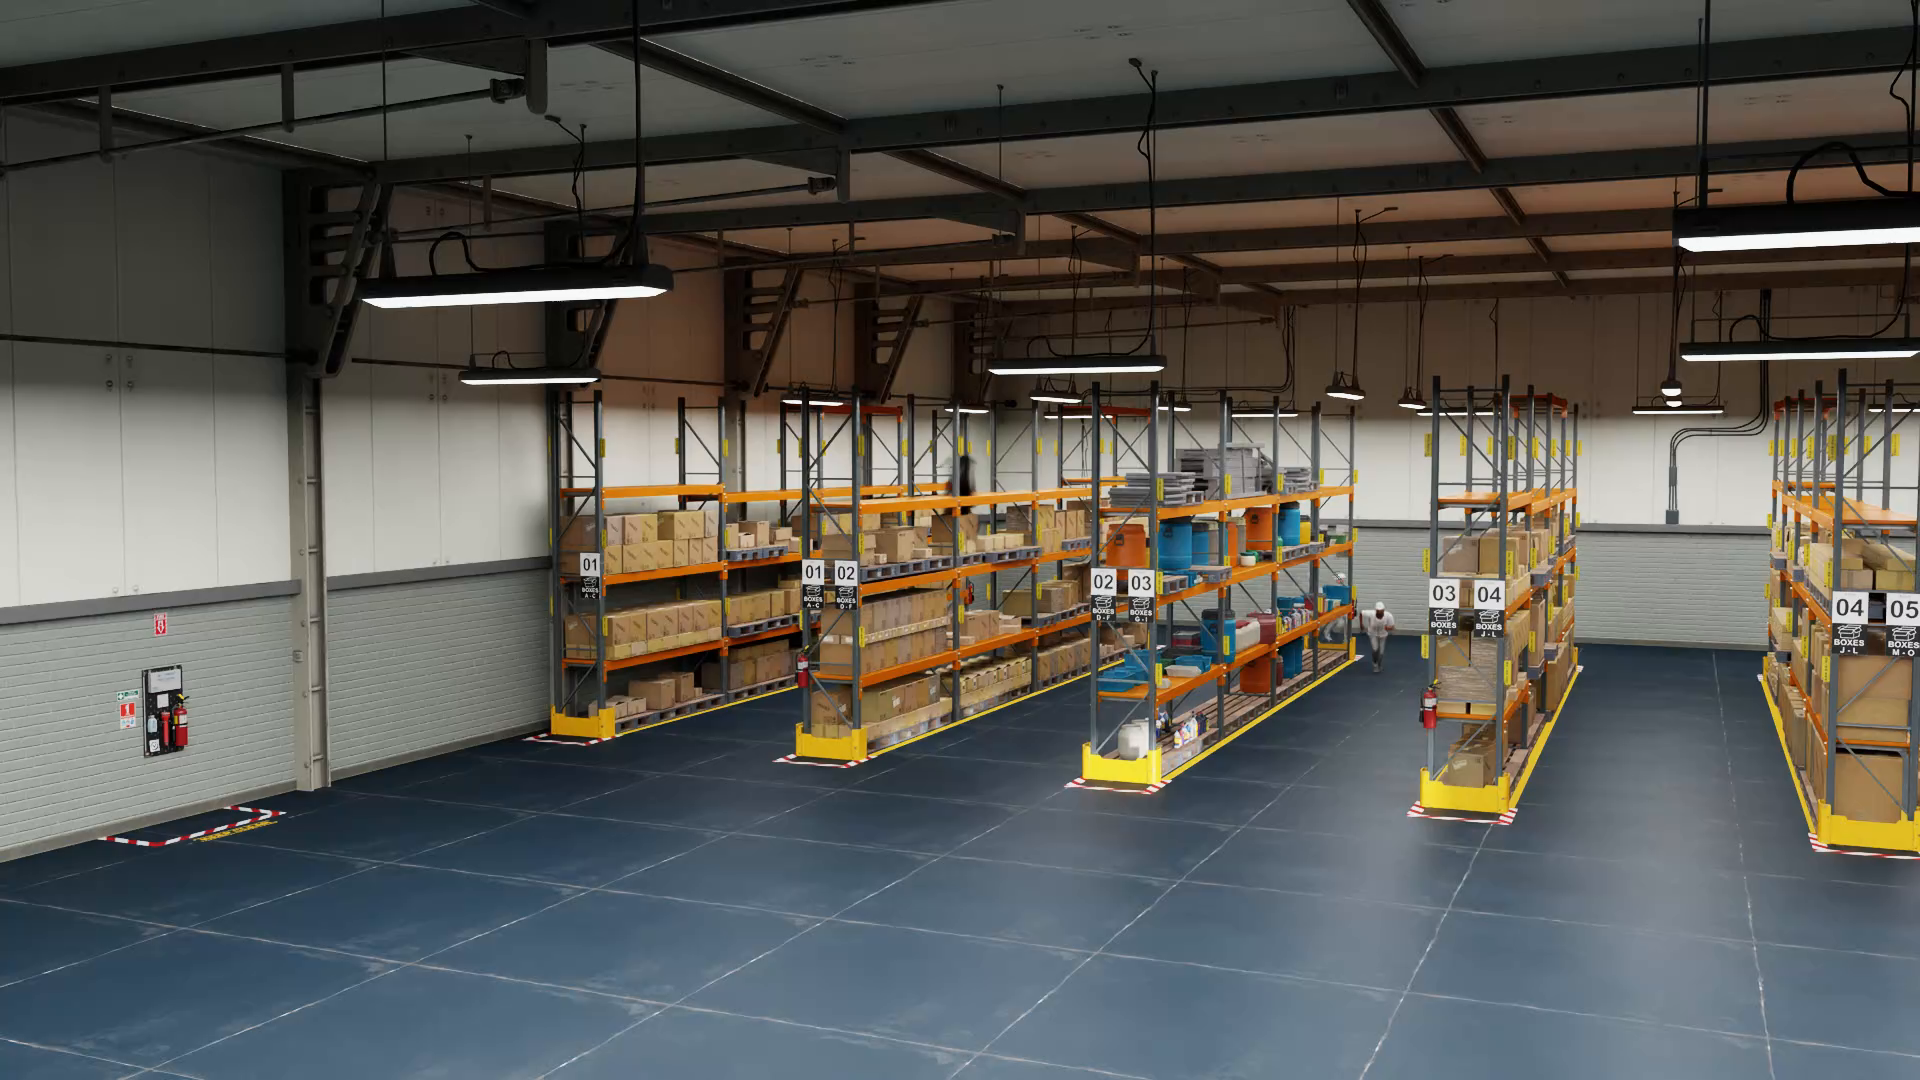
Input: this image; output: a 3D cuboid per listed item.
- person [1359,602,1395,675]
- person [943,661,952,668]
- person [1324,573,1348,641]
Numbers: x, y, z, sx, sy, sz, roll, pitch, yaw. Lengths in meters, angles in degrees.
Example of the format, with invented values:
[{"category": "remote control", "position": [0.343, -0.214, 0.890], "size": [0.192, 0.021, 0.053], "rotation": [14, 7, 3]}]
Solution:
[{"category": "person", "position": [9.222, 2.170, 36.817], "size": [0.743, 1.648, 0.965], "rotation": [0, 3, 9]}, {"category": "person", "position": [-0.313, 2.275, 36.319], "size": [0.673, 1.484, 0.999], "rotation": [0, 3, 3]}, {"category": "person", "position": [9.731, 1.757, 42.594], "size": [0.650, 1.827, 0.864], "rotation": [-3, 4, -41]}]
